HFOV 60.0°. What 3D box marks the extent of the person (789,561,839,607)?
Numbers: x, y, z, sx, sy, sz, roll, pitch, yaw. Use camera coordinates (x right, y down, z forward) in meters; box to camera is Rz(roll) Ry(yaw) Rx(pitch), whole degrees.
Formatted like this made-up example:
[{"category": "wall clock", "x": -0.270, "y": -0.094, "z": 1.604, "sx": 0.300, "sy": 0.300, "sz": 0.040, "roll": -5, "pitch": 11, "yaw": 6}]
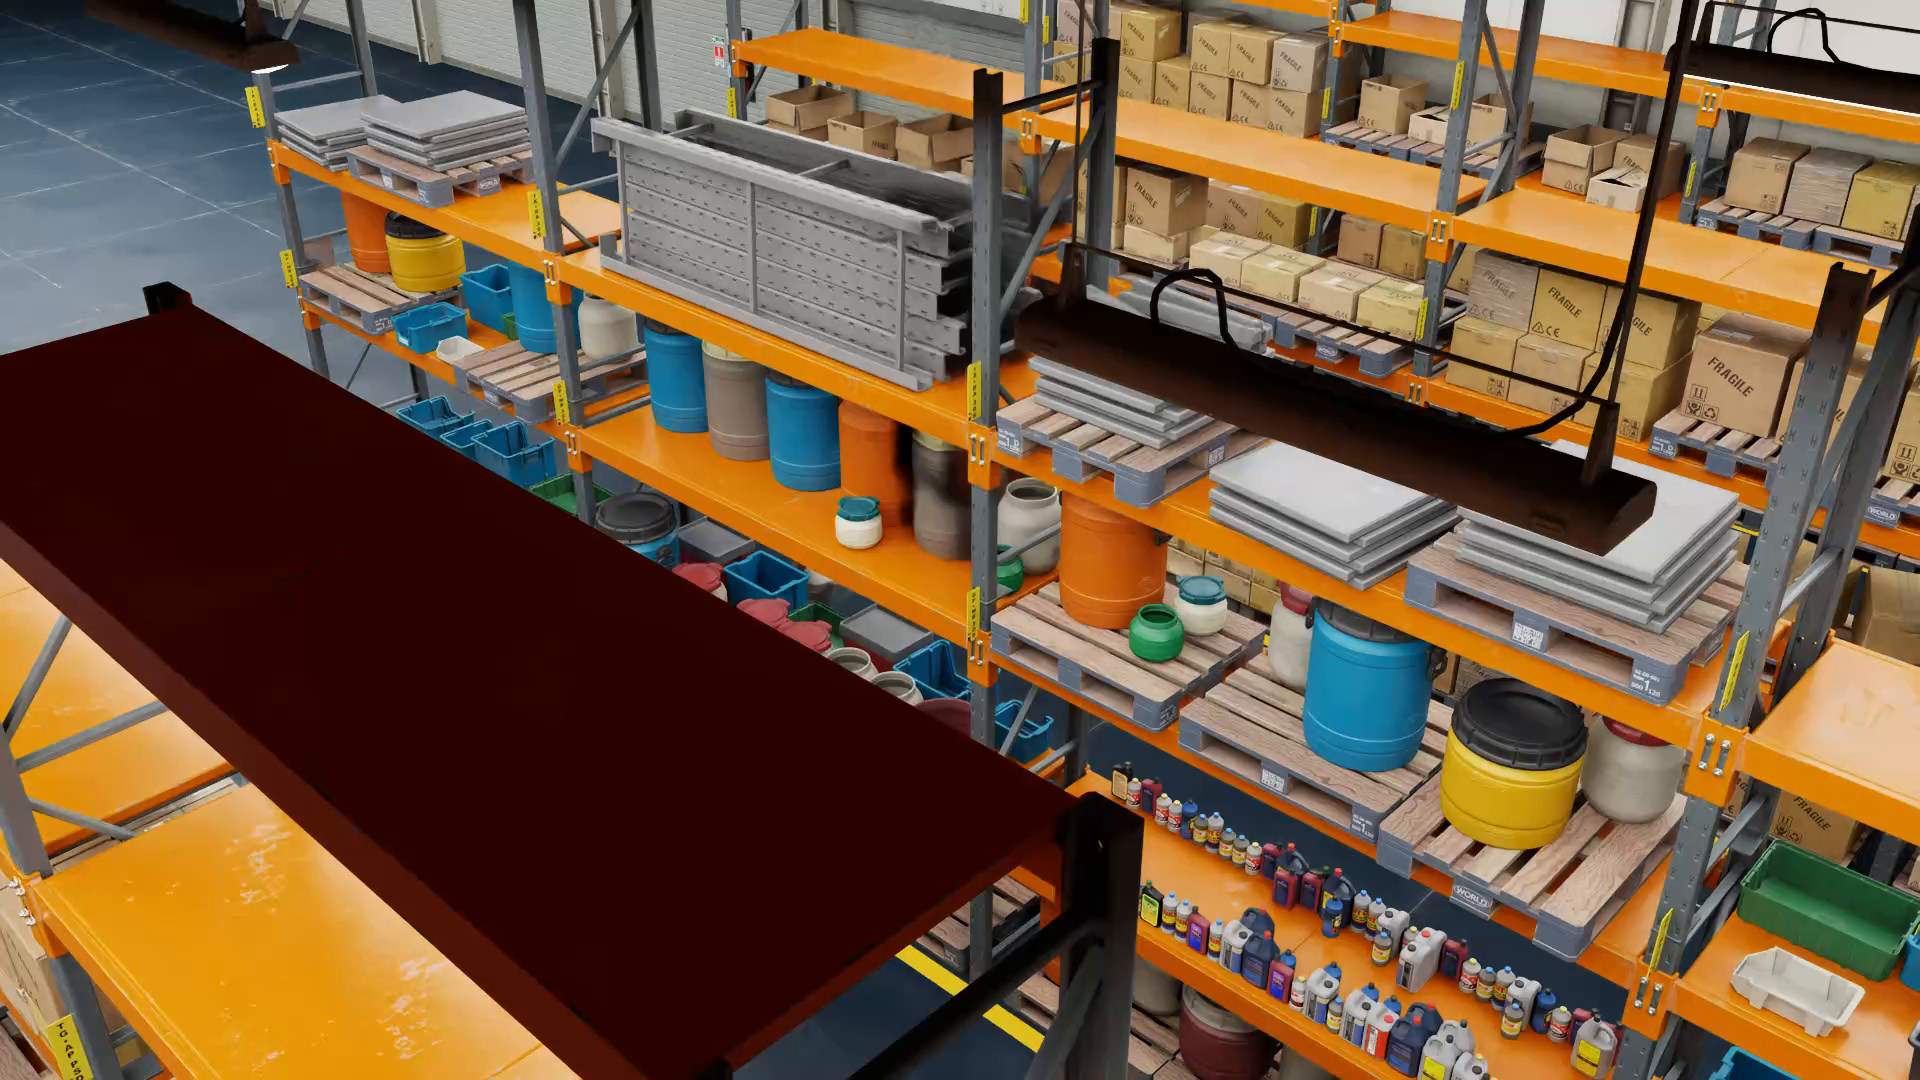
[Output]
[{"category": "person", "x": -1.206, "y": 0.255, "z": 14.017, "sx": 0.674, "sy": 1.721, "sz": 0.569, "roll": -25, "pitch": 38, "yaw": -37}]
